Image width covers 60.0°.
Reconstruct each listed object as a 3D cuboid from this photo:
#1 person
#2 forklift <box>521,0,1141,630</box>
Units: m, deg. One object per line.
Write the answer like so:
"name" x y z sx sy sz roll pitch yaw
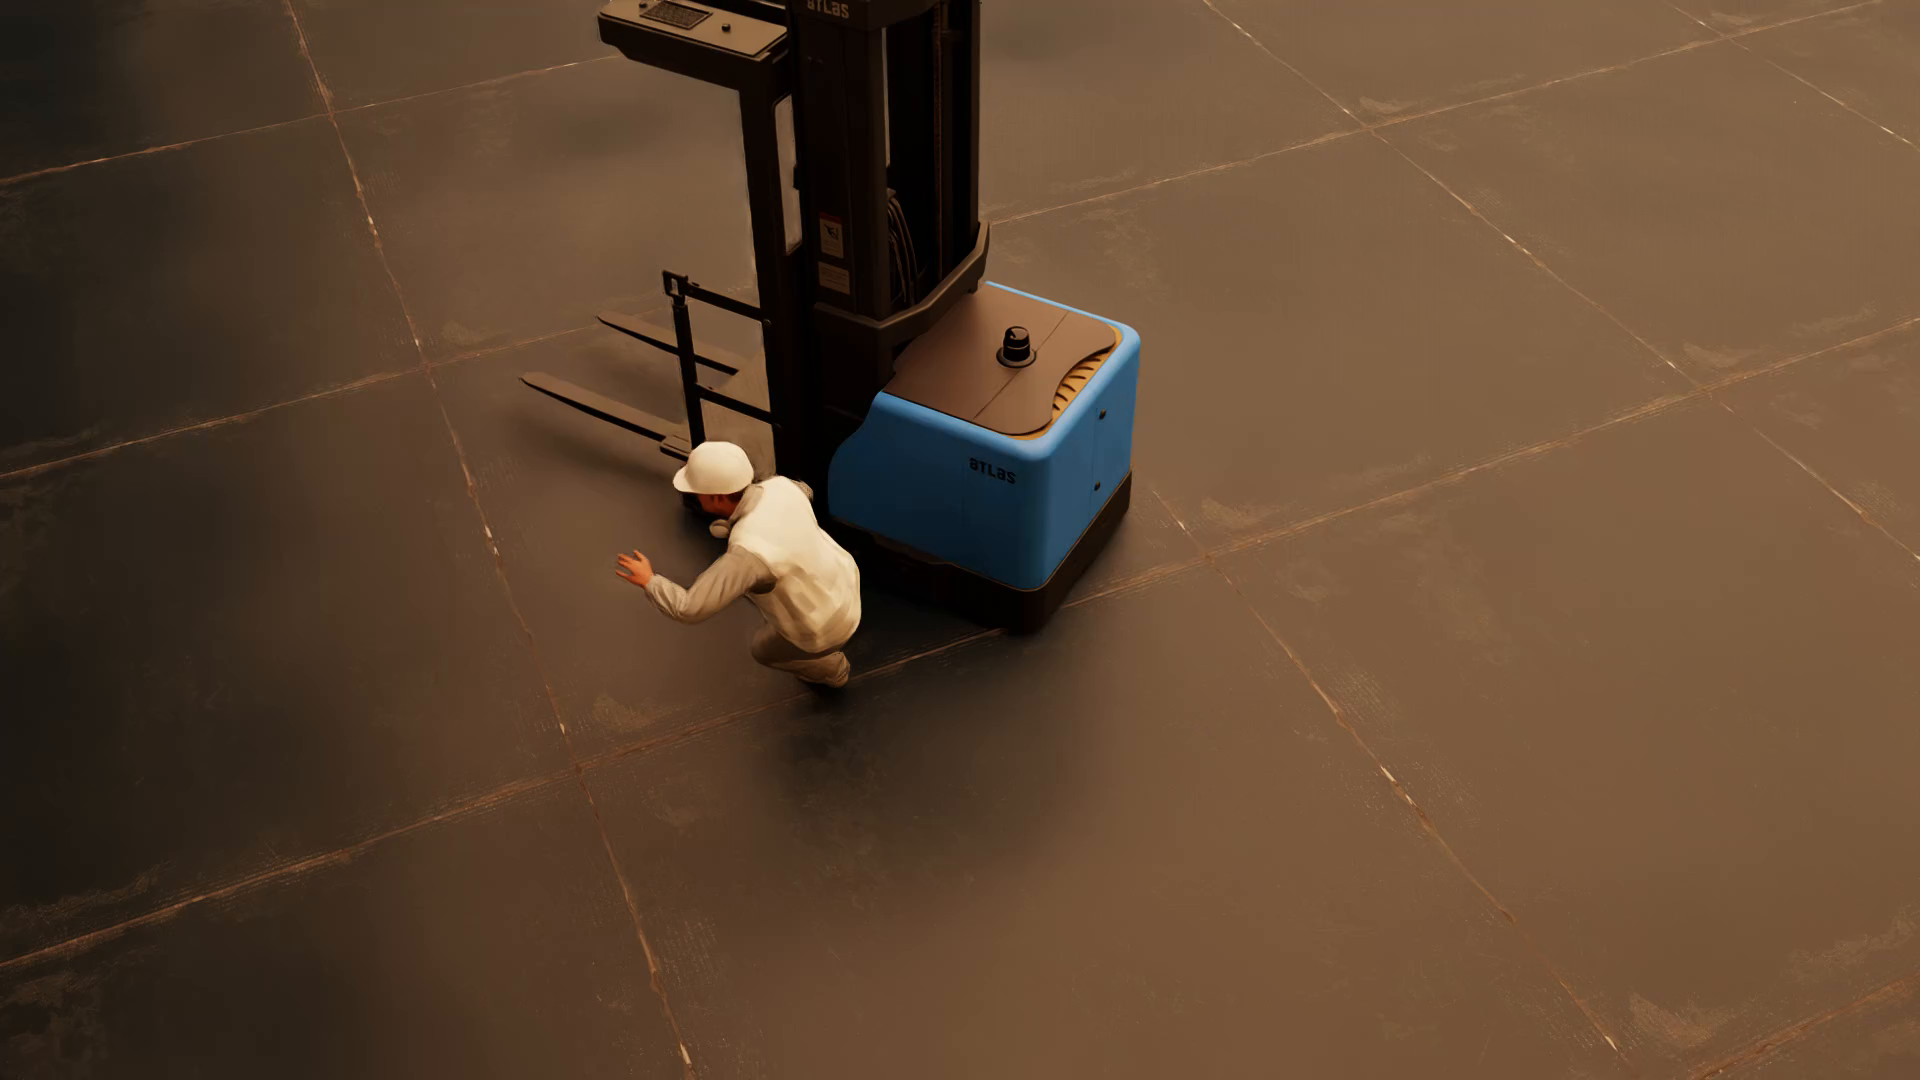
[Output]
"person" -0.821 0.133 6.562 0.903 1.536 1.053 3 43 3
"forklift" -0.734 -1.416 7.197 3.031 2.935 1.130 21 47 21
